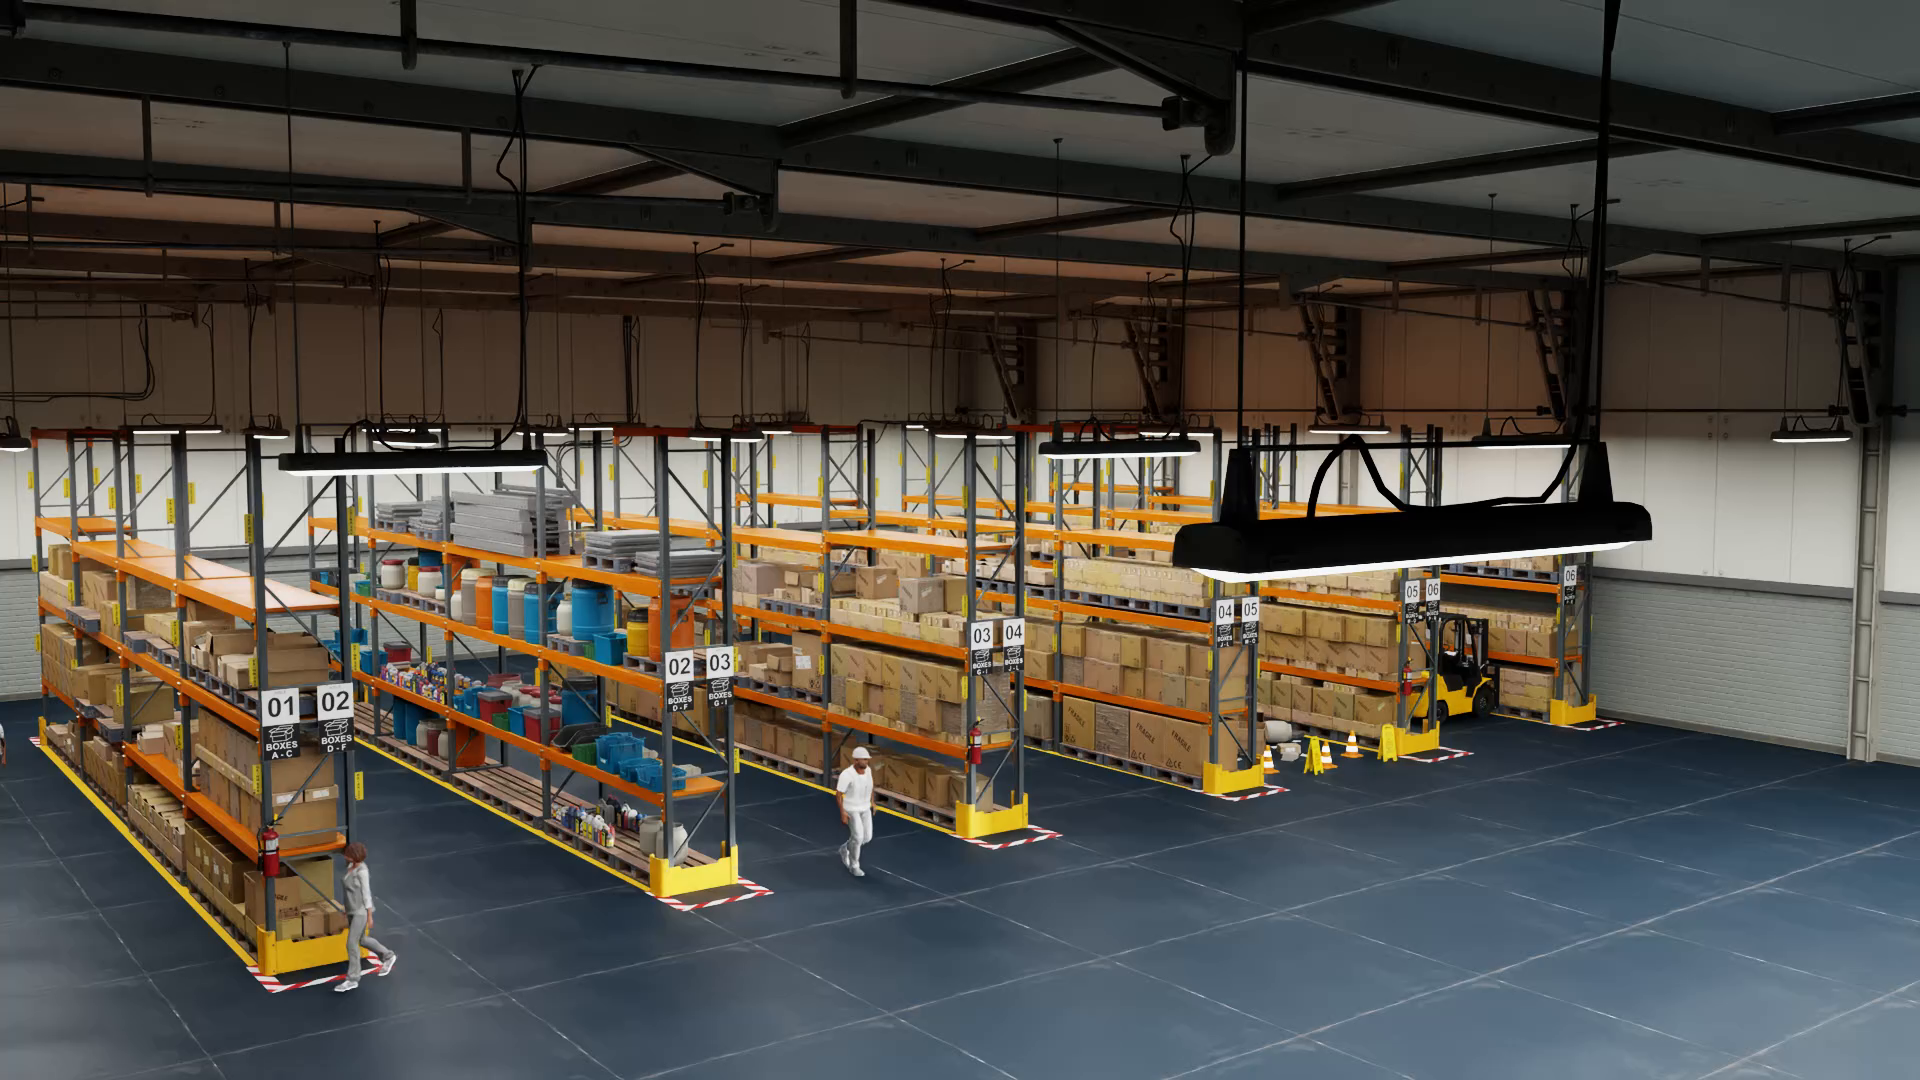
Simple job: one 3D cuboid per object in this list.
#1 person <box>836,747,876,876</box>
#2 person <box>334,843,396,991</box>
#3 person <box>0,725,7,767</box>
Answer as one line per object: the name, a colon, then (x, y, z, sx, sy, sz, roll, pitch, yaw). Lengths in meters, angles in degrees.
person: (-1.444, 3.682, 22.746, 0.583, 1.744, 0.672, 4, 6, 40)
person: (-6.578, 4.098, 18.300, 0.708, 1.583, 0.414, -3, 5, -34)
person: (-15.284, 3.438, 26.215, 0.970, 1.623, 0.470, 4, 6, 38)
